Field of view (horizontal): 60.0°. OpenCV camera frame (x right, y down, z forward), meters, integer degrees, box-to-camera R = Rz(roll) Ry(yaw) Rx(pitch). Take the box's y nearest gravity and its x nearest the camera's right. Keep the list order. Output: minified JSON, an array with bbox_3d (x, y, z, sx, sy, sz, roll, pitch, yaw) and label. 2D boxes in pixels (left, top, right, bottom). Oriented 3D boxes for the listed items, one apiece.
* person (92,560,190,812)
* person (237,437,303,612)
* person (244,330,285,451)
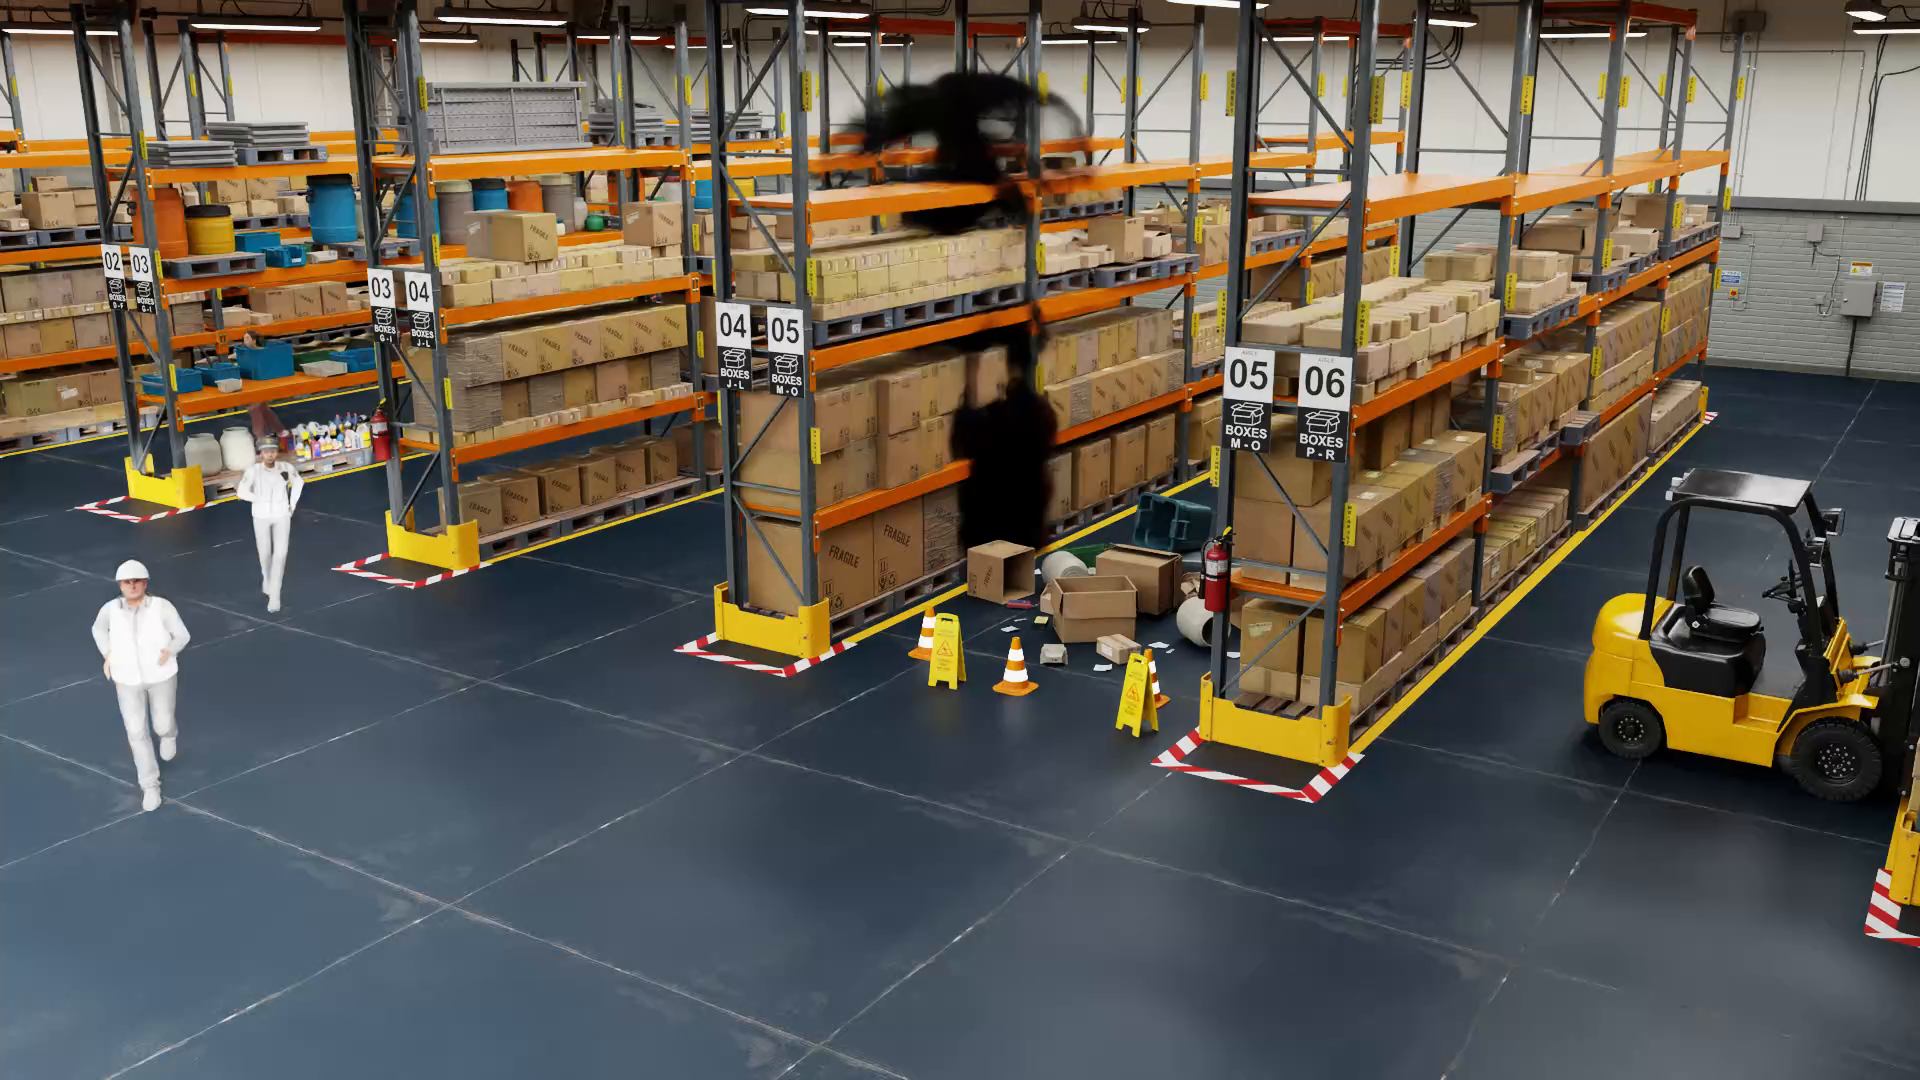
[{"bbox_3d":[-6.028,1.008,12.311,0.663,1.779,0.940,-6,17,-20],"label":"person"},{"bbox_3d":[-6.938,-0.206,16.808,0.612,1.733,0.806,-5,16,-18],"label":"person"},{"bbox_3d":[-10.059,-2.163,23.928,0.594,1.743,0.729,9,18,29],"label":"person"}]
